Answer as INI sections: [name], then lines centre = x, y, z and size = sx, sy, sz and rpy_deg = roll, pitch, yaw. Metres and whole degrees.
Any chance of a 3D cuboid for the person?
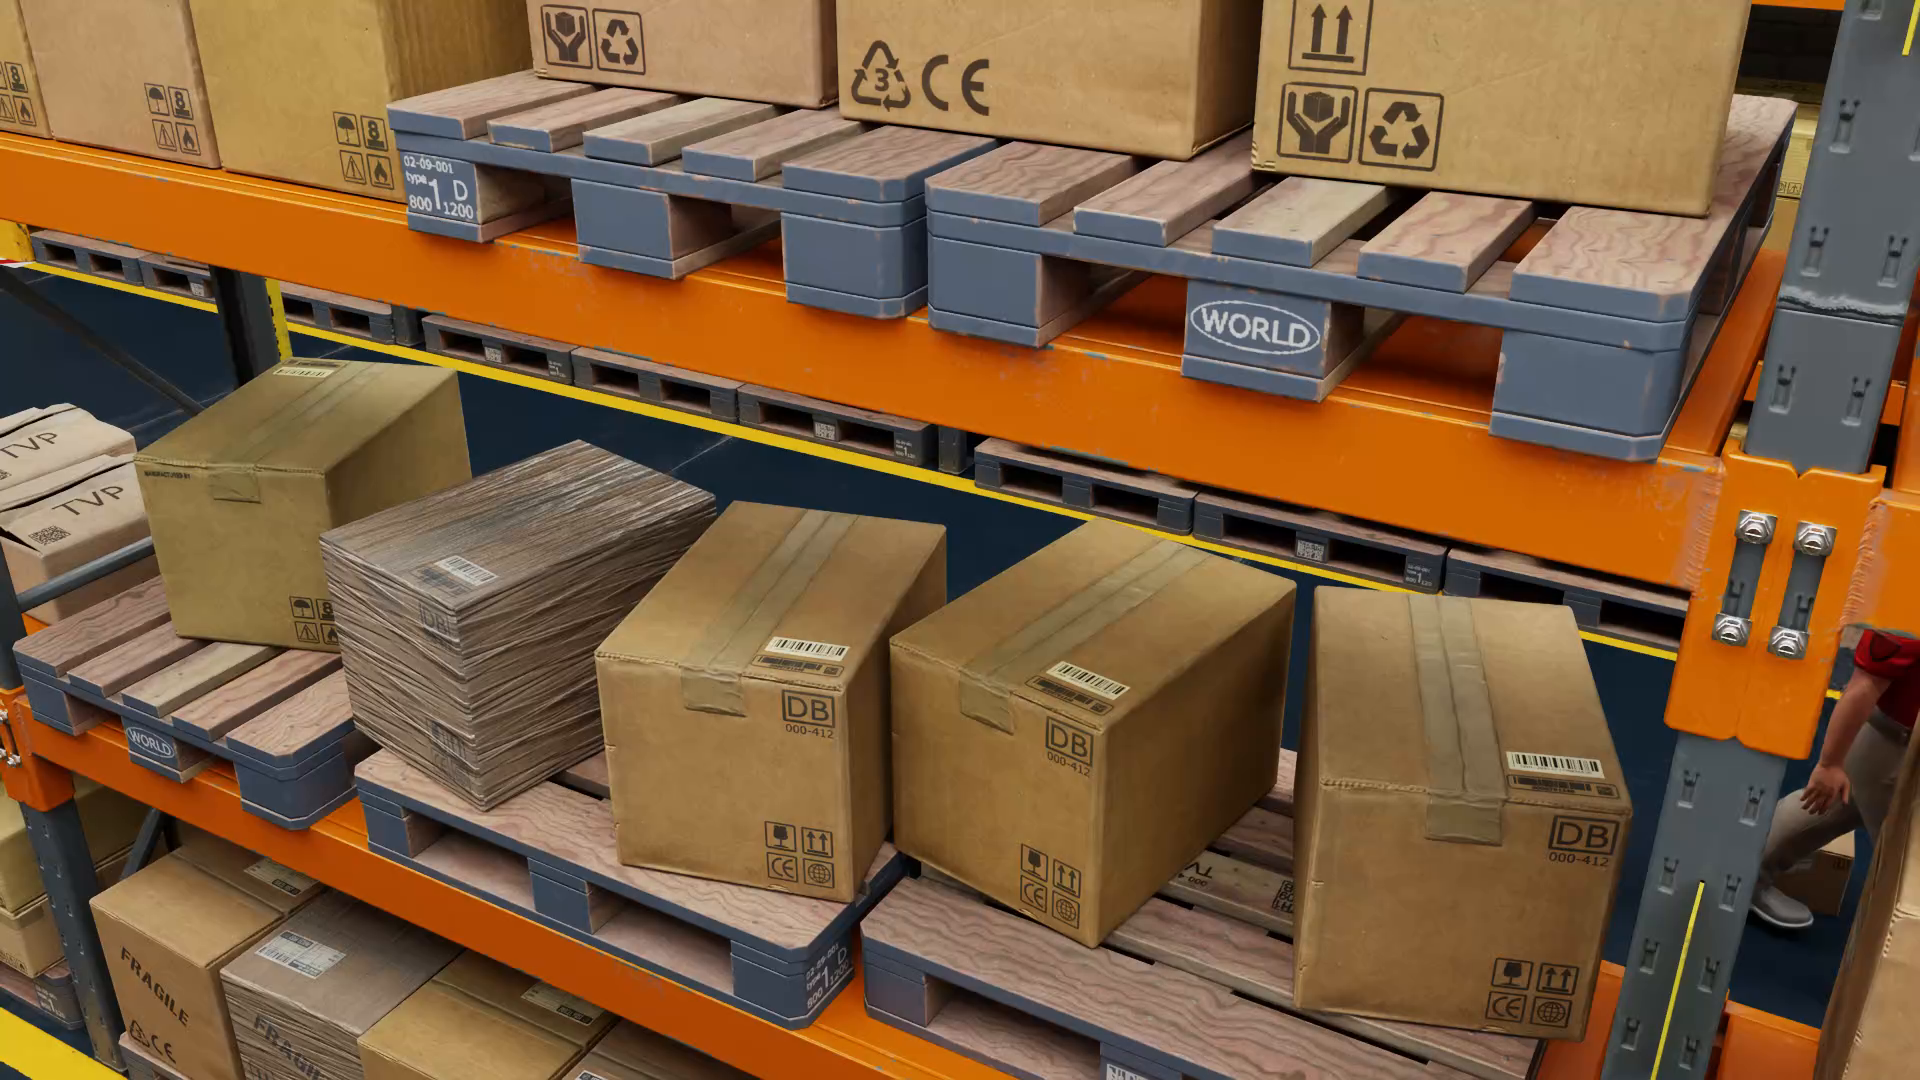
[person]
centre = 2.852, 0.653, 4.888
size = 1.029, 1.577, 0.602
rpy_deg = 23, 35, 39
